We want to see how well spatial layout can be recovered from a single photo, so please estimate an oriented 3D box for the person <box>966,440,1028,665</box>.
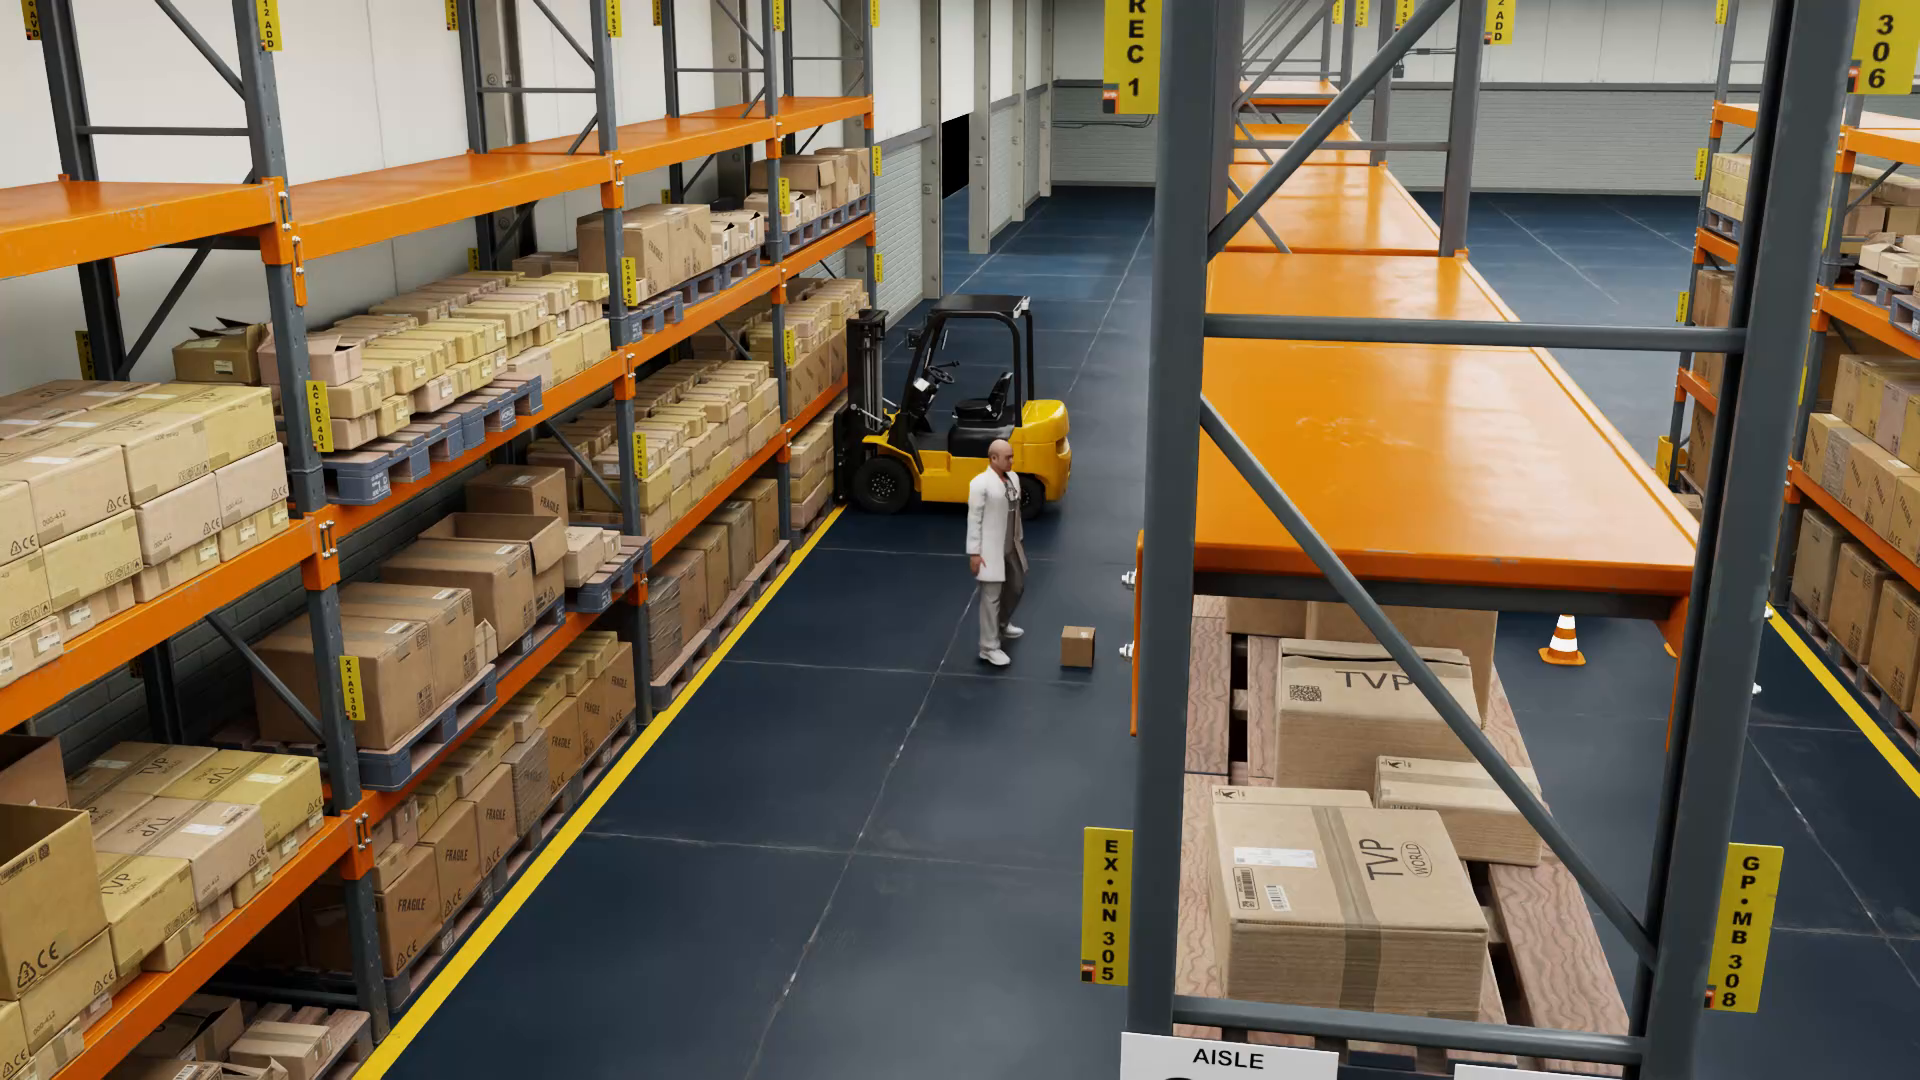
[{"bbox_3d":[0.307,0.059,13.357,0.660,1.775,0.691,15,23,39],"label":"person"}]
